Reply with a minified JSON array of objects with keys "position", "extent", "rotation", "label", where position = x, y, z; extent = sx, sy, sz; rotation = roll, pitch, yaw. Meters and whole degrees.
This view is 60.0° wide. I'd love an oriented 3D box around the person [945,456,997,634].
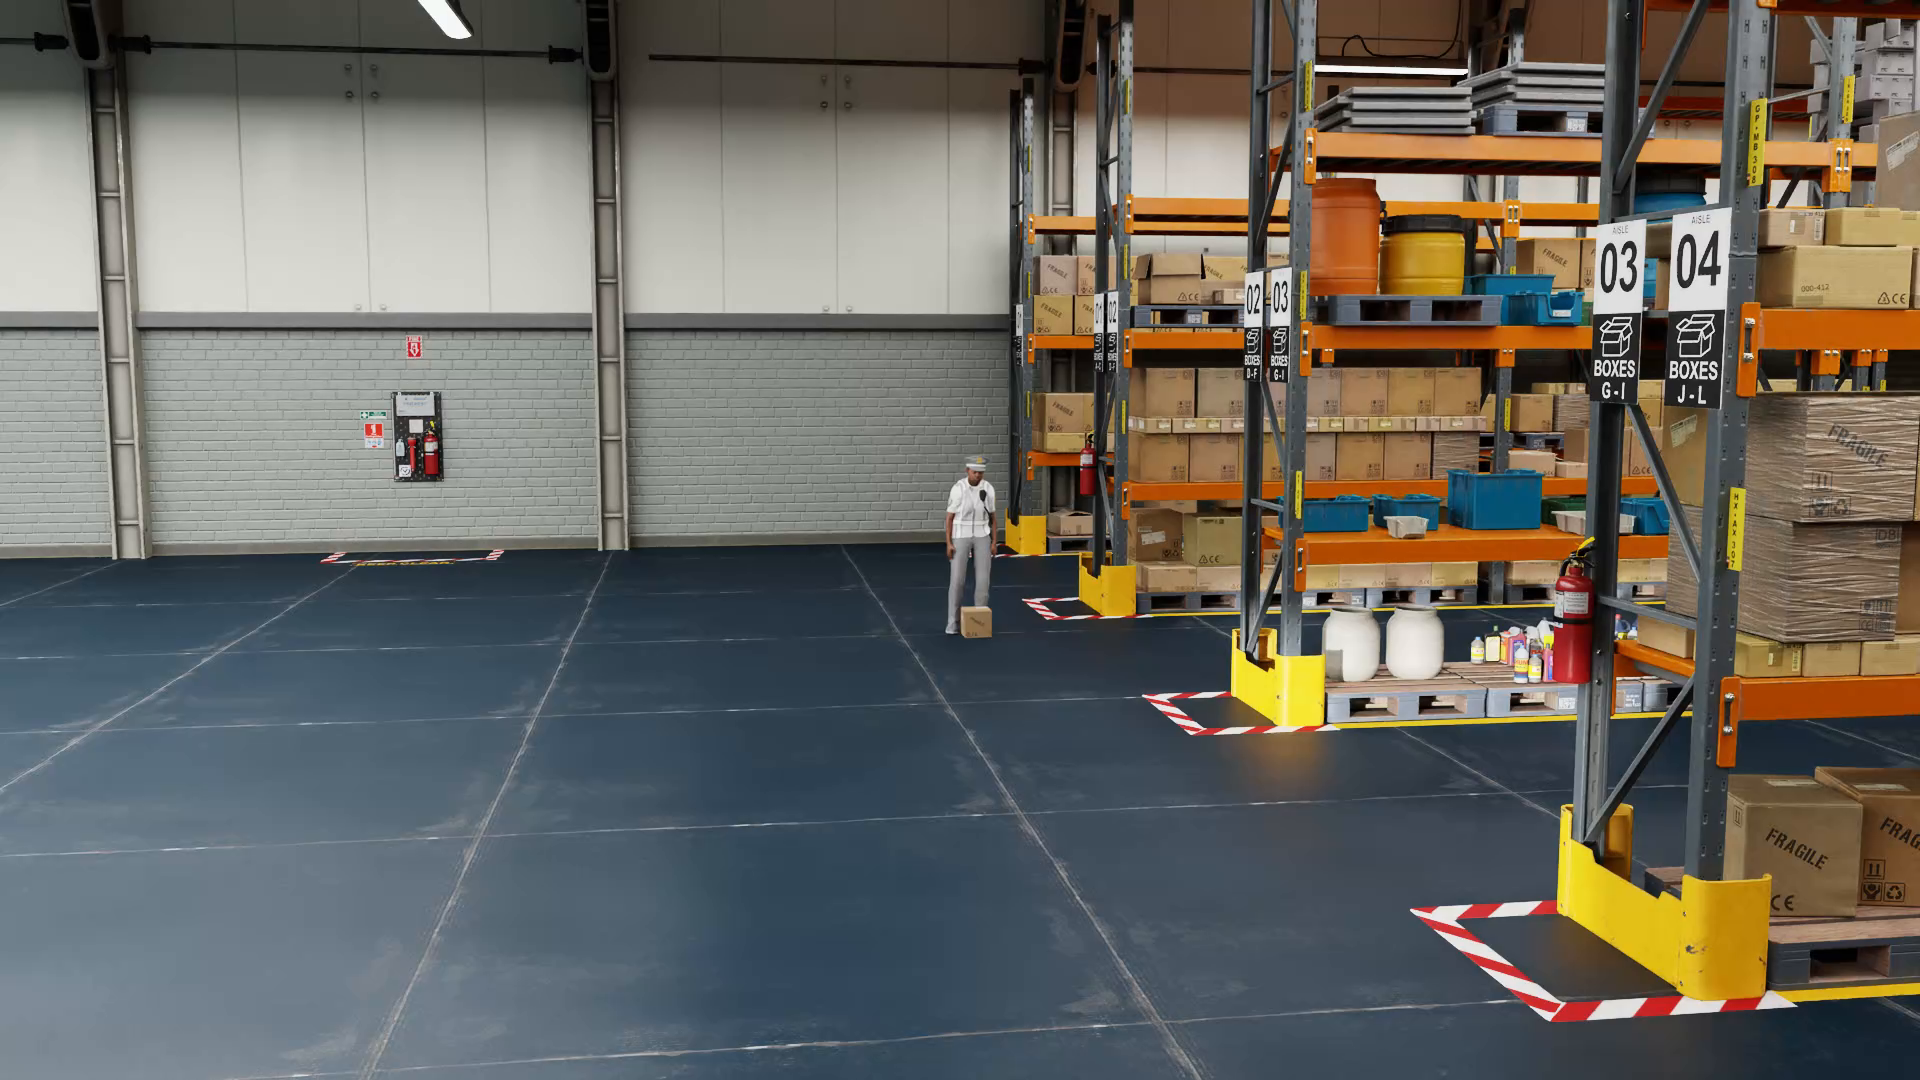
[{"position":[0.104,0.039,15.520],"extent":[0.516,1.655,0.427],"rotation":[-1,7,-11],"label":"person"}]
